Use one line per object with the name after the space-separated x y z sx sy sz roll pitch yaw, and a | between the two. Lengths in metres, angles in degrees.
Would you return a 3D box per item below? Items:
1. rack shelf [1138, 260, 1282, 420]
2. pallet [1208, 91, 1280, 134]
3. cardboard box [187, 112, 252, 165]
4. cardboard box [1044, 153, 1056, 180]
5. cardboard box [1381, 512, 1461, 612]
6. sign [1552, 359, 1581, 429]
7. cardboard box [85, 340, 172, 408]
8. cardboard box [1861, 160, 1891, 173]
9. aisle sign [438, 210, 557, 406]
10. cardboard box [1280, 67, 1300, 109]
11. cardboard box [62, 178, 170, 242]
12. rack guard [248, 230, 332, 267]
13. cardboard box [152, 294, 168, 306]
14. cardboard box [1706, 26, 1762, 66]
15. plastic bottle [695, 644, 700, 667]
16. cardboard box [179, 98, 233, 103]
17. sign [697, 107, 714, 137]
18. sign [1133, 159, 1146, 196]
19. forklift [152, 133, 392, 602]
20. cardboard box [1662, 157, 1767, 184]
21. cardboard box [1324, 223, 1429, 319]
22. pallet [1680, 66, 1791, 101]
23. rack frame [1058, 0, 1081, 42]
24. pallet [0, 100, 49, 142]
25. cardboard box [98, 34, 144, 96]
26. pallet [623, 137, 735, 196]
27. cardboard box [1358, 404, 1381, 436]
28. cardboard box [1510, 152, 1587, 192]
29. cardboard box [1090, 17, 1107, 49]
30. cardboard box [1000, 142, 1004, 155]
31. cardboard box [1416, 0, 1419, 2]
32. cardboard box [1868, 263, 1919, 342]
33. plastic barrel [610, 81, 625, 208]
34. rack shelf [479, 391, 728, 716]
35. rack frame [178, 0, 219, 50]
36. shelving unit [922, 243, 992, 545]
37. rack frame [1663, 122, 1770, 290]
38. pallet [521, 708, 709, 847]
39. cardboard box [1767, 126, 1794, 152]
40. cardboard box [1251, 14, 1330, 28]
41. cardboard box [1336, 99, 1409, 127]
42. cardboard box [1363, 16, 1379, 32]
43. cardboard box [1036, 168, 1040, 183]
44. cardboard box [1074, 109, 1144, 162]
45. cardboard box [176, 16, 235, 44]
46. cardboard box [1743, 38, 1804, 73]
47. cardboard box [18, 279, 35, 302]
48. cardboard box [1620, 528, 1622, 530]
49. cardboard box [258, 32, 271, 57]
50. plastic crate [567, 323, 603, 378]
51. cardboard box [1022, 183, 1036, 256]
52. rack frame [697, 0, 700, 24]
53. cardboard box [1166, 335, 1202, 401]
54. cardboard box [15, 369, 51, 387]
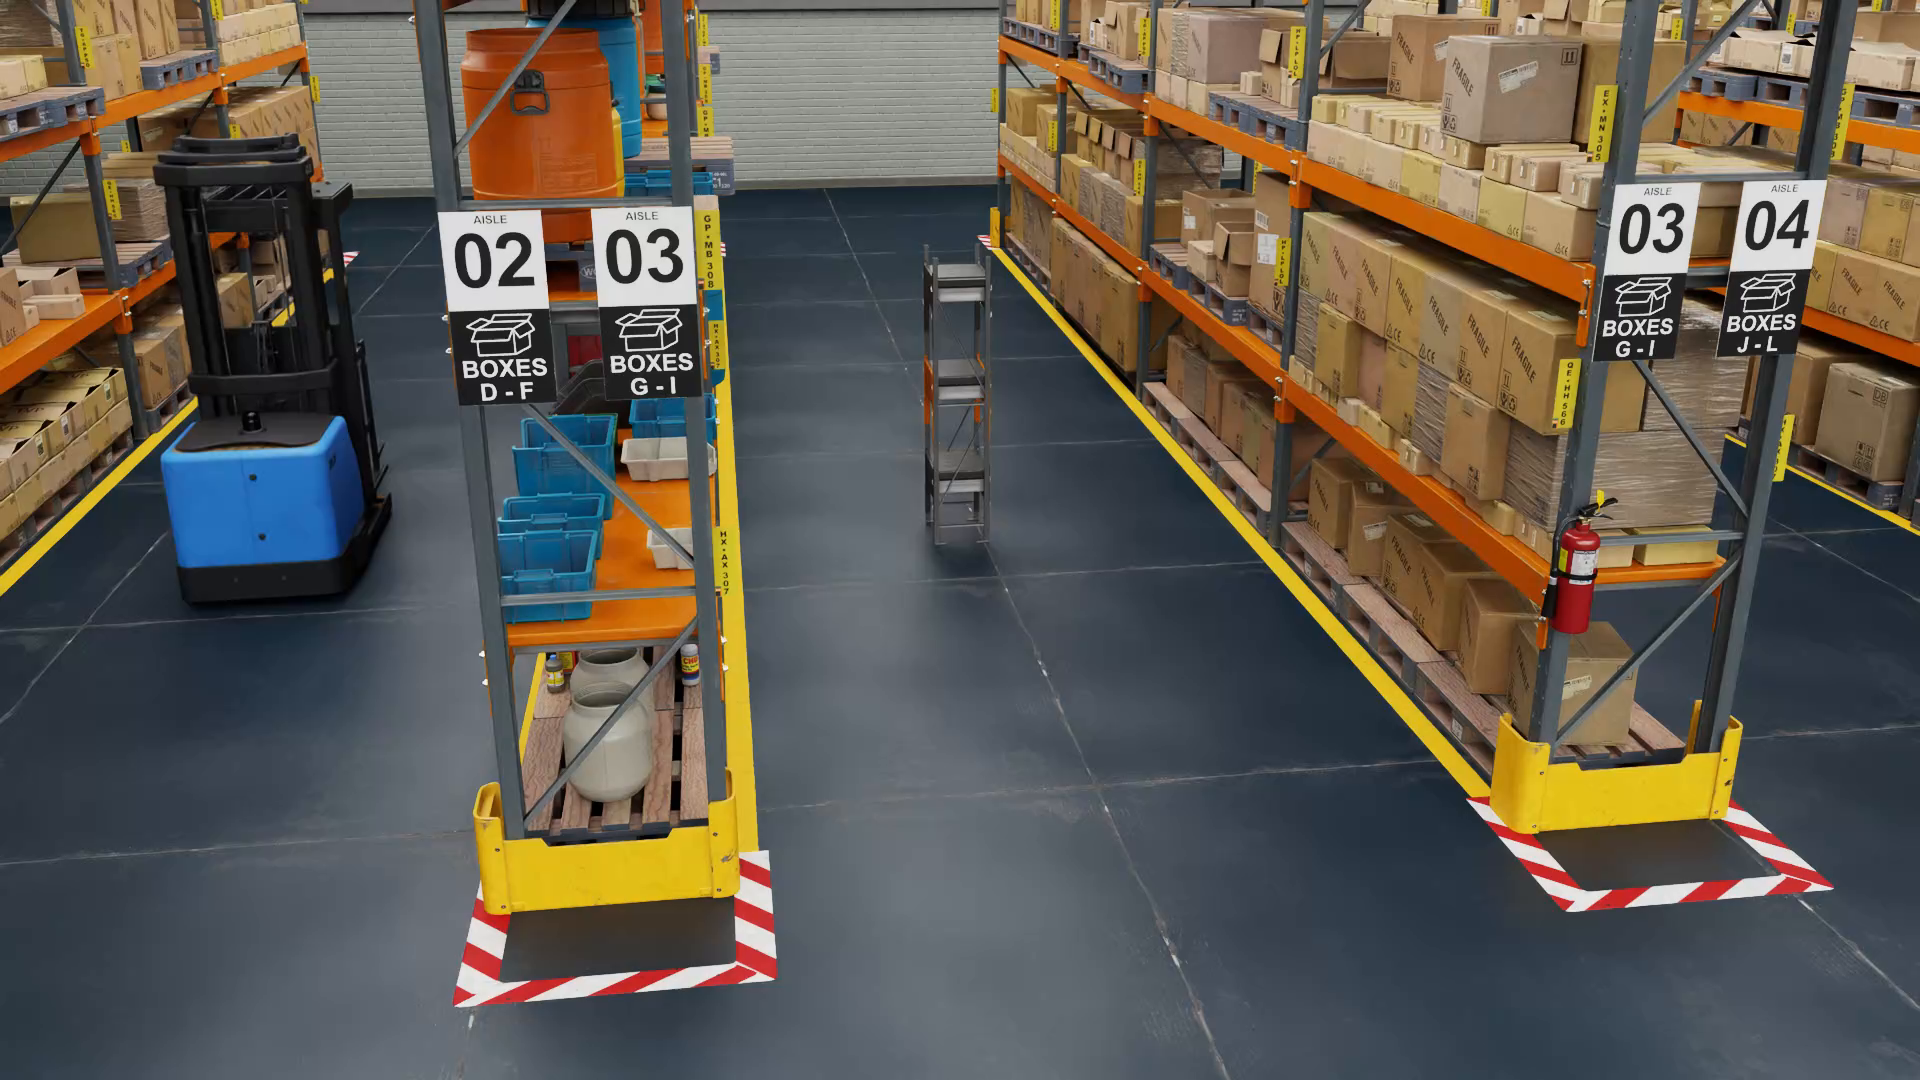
2.464 -1.740 13.616 1.077 0.370 4.000 -3 21 -8 | rack shelf
2.616 -3.280 12.692 1.213 0.211 1.003 -3 21 -8 | pallet
-7.994 -4.349 18.000 0.500 0.500 0.500 -2 21 -6 | cardboard box
1.275 -4.363 19.400 0.500 0.250 0.500 -3 21 -9 | cardboard box
3.027 0.139 10.529 0.500 0.500 0.500 -5 21 -13 | cardboard box
2.776 -0.669 7.614 0.100 0.325 0.005 -3 21 -8 | sign
-7.411 -1.478 14.831 0.500 0.500 0.500 -2 21 -5 | cardboard box
11.208 -4.418 19.973 0.500 0.250 0.500 -3 21 -9 | cardboard box
-1.856 -0.928 6.697 0.394 0.787 0.004 -3 21 -8 | aisle sign
2.517 -3.244 11.919 0.396 0.266 0.258 -2 21 -6 | cardboard box
-7.773 -3.053 15.361 0.700 0.500 0.500 1 20 2 | cardboard box
-8.770 -3.844 21.793 1.175 0.500 0.348 -3 21 -8 | rack guard
-8.223 -2.154 16.639 0.500 0.500 0.500 -3 21 -7 | cardboard box
7.279 -4.648 15.943 0.500 0.500 0.500 -3 21 -8 | cardboard box
-1.540 0.594 9.592 0.061 0.283 0.133 -3 21 -7 | plastic bottle
-8.754 -4.859 19.367 0.500 0.500 0.500 -3 21 -8 | cardboard box
-1.603 -2.568 10.505 0.100 0.325 0.005 -3 21 -8 | sign
1.627 -3.283 15.063 0.100 0.325 0.005 -3 21 -8 | sign
-4.859 -1.444 11.893 1.130 2.935 3.031 -3 21 -9 | forklift
3.576 -1.723 7.899 0.380 0.149 0.250 -2 21 -7 | cardboard box
2.639 -1.697 10.477 0.500 0.500 0.500 -3 21 -8 | cardboard box
7.243 -4.081 14.839 1.213 0.211 1.003 -2 21 -5 | pallet
1.599 -6.965 18.002 1.000 3.000 0.127 -3 21 -8 | rack frame
-7.278 -2.970 11.865 1.003 0.211 1.213 -2 21 -5 | pallet
-7.873 -4.229 14.822 0.910 0.500 0.500 -3 21 -8 | cardboard box
-1.949 -2.206 9.820 1.213 0.211 1.003 -3 21 -8 | pallet
2.690 -0.746 10.284 0.380 0.149 0.250 -3 21 -8 | cardboard box
2.910 -1.787 8.071 0.380 0.149 0.250 -4 21 -10 | cardboard box
1.668 -5.330 17.440 0.500 0.311 0.500 -4 21 -10 | cardboard box
0.747 -5.282 22.430 0.380 0.149 0.250 -3 21 -7 | cardboard box
5.961 -6.847 20.905 0.380 0.149 0.250 -2 21 -6 | cardboard box
7.335 -1.814 12.642 0.500 0.500 0.500 -3 21 -8 | cardboard box
-1.863 -1.828 7.667 0.600 0.588 0.600 0 20 0 | plastic barrel
-1.861 -0.105 9.239 1.077 0.370 4.000 -3 21 -8 | rack shelf
-8.205 -6.466 16.668 1.000 3.000 0.127 -3 21 -8 | rack frame
-0.024 -1.041 12.002 0.431 2.100 0.503 -3 21 -8 | shelving unit
7.098 -2.985 15.920 1.000 3.000 0.127 -3 21 -8 | rack frame
-1.742 1.251 8.565 1.003 0.211 1.213 -3 21 -8 | pallet
10.919 -5.200 21.708 0.500 0.500 0.500 -3 21 -9 | cardboard box
2.633 -3.954 13.371 0.500 0.500 0.500 -3 21 -7 | cardboard box
2.600 -2.689 10.487 0.380 0.149 0.250 -4 21 -10 | cardboard box
5.757 -6.921 22.387 0.500 0.250 0.500 -2 21 -6 | cardboard box
1.119 -4.393 20.049 0.380 0.149 0.250 -3 21 -7 | cardboard box
1.699 -4.450 18.268 0.797 0.503 0.637 -3 21 -9 | cardboard box
-8.029 -5.406 17.616 0.500 0.250 0.500 -3 21 -8 | cardboard box
7.057 -4.128 14.165 0.500 0.250 0.500 -2 21 -6 | cardboard box
-7.691 -1.910 13.170 0.500 0.311 0.500 -3 21 -8 | cardboard box
3.506 -0.080 8.503 0.380 0.149 0.250 -3 21 -8 | cardboard box
-8.244 -5.691 19.094 0.500 0.250 0.500 -3 21 -8 | cardboard box
-2.522 -1.317 11.363 0.402 0.464 0.583 -3 21 -8 | plastic crate
1.325 -4.208 21.632 0.875 0.875 0.875 -3 21 -8 | cardboard box
-3.879 -8.100 21.041 1.000 3.000 0.127 -3 21 -8 | rack frame
2.292 -1.574 15.086 0.700 0.500 0.500 -4 21 -11 | cardboard box
-7.843 -1.246 13.794 0.500 0.311 0.500 -2 21 -6 | cardboard box
